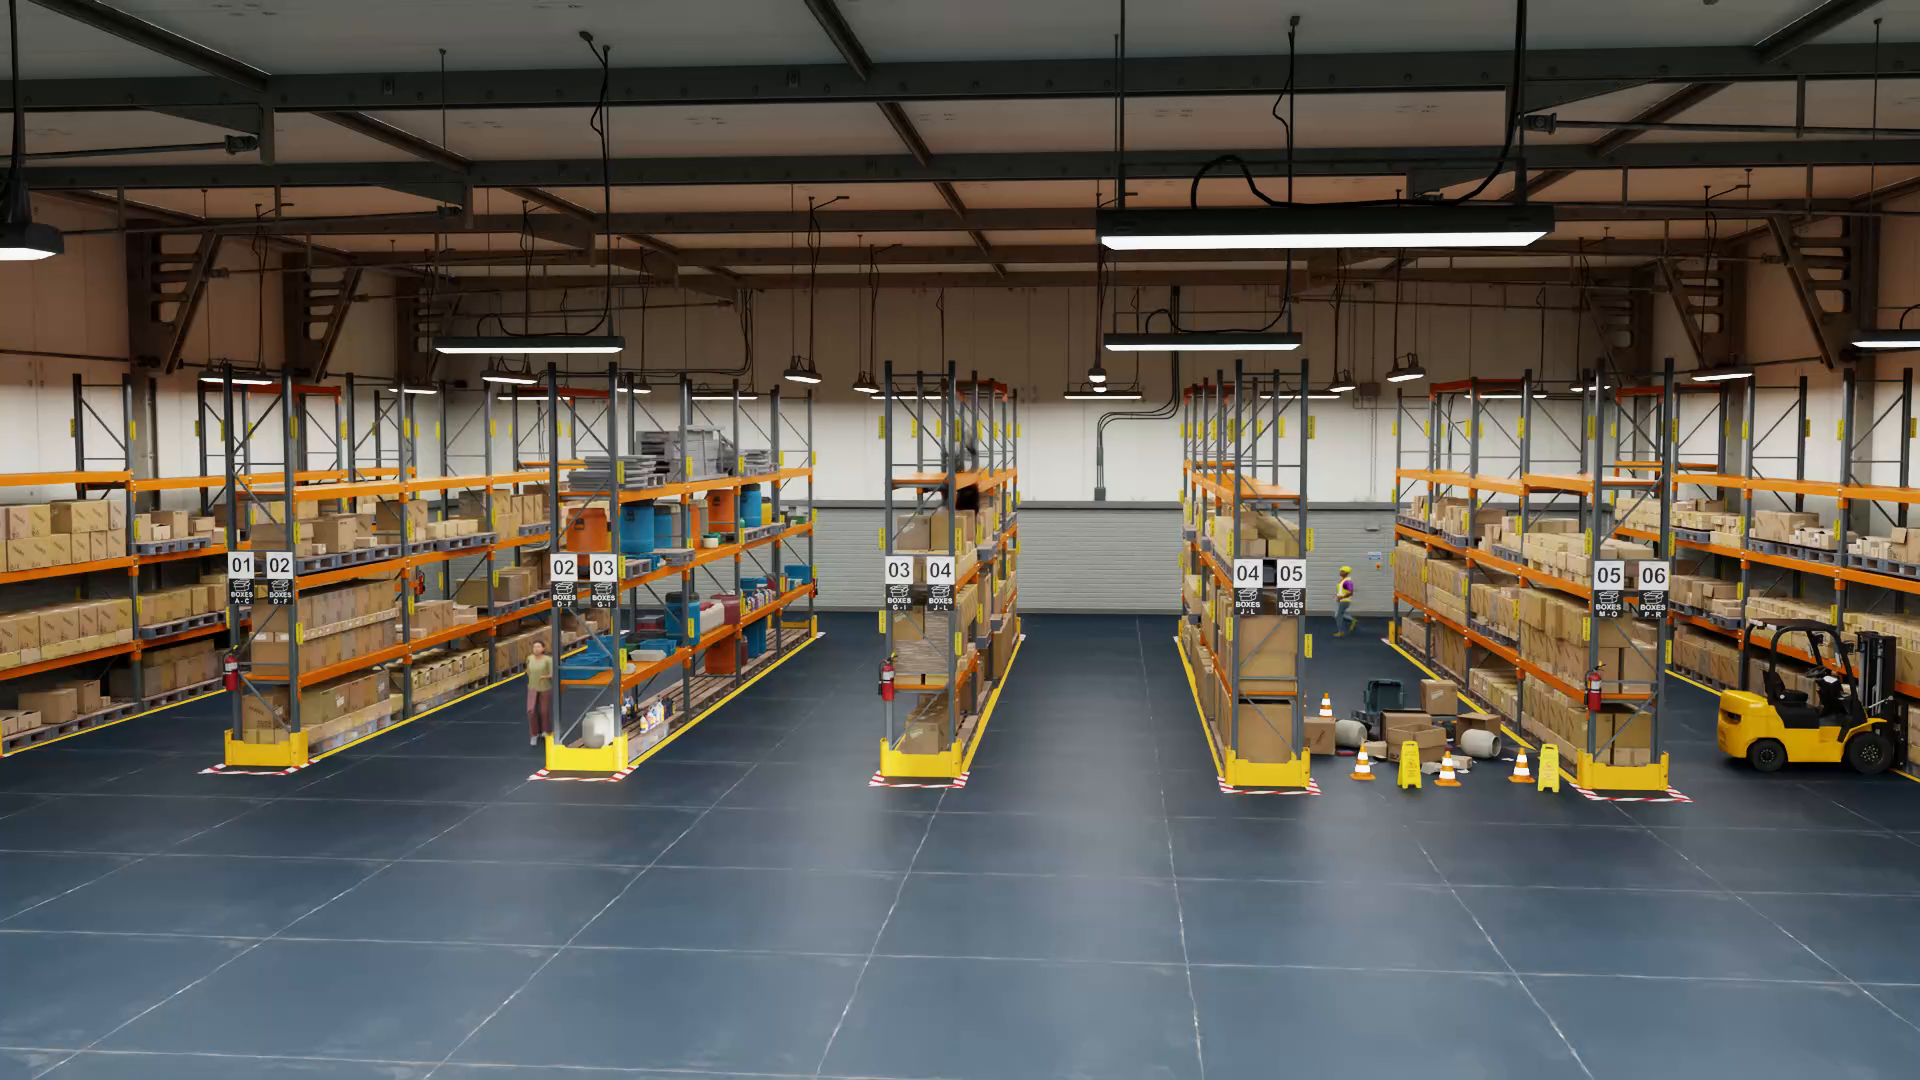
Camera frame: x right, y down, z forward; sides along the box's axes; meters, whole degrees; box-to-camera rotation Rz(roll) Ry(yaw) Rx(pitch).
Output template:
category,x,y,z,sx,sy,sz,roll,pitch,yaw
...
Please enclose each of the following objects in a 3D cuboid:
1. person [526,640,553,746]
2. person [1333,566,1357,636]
category,x,y,z,sx,sy,sz,roll,pitch,yaw
person,-6.724,2.430,26.665,0.493,1.700,0.799,0,4,-5
person,9.405,1.489,40.479,0.607,1.724,0.702,0,4,1
